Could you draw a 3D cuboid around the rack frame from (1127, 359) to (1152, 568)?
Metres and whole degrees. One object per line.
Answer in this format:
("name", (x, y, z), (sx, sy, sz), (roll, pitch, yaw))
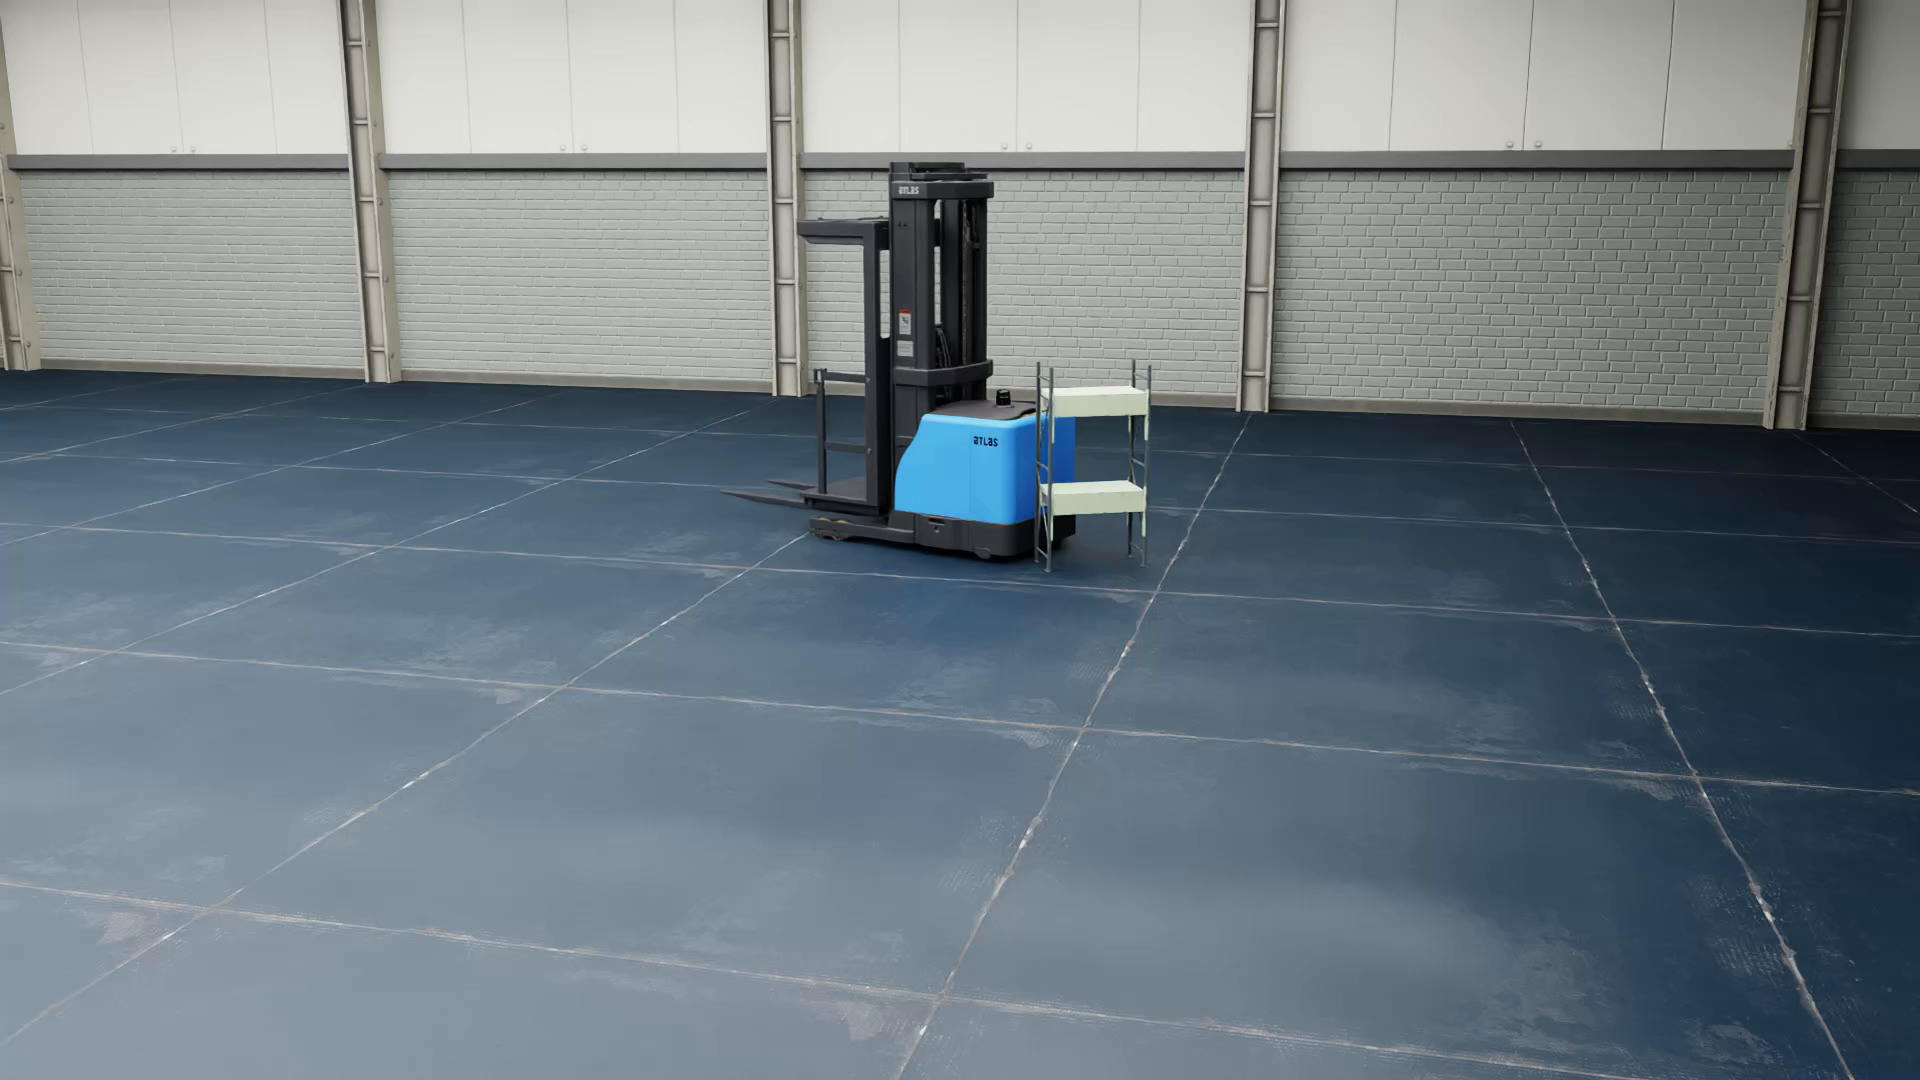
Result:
("rack frame", (1.330, -0.570, 12.340), (0.023, 1.500, 0.400), (-3, 13, -12))

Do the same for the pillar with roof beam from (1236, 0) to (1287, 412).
("pillar with roof beam", (2.570, -5.085, 15.379), (0.400, 9.000, 9.100), (3, 13, 14))

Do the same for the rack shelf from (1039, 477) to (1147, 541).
("rack shelf", (0.972, -0.235, 12.336), (0.720, 0.370, 0.431), (-3, 13, -12))

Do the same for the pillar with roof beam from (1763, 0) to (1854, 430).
("pillar with roof beam", (8.396, -4.774, 13.975), (0.400, 9.000, 9.100), (3, 13, 14))

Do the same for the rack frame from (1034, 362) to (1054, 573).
("rack frame", (0.614, -0.537, 12.190), (0.023, 1.500, 0.400), (-3, 13, -12))

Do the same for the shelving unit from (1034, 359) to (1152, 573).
("shelving unit", (0.972, -0.553, 12.265), (0.755, 1.500, 0.431), (-3, 13, -12))

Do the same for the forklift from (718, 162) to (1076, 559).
("forklift", (-0.601, -1.507, 13.261), (3.031, 2.935, 1.130), (8, 15, 32))

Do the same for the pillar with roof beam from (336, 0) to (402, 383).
("pillar with roof beam", (-9.080, -5.708, 18.186), (0.400, 9.000, 9.100), (3, 13, 14))

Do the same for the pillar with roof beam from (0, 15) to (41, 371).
("pillar with roof beam", (-14.905, -6.019, 19.589), (0.400, 9.000, 9.100), (3, 13, 14))

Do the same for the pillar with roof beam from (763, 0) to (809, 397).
("pillar with roof beam", (-3.255, -5.397, 16.782), (0.400, 9.000, 9.100), (3, 13, 14))

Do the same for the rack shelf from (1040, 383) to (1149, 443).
("rack shelf", (0.972, -0.934, 12.181), (0.720, 0.370, 0.431), (-3, 13, -12))
